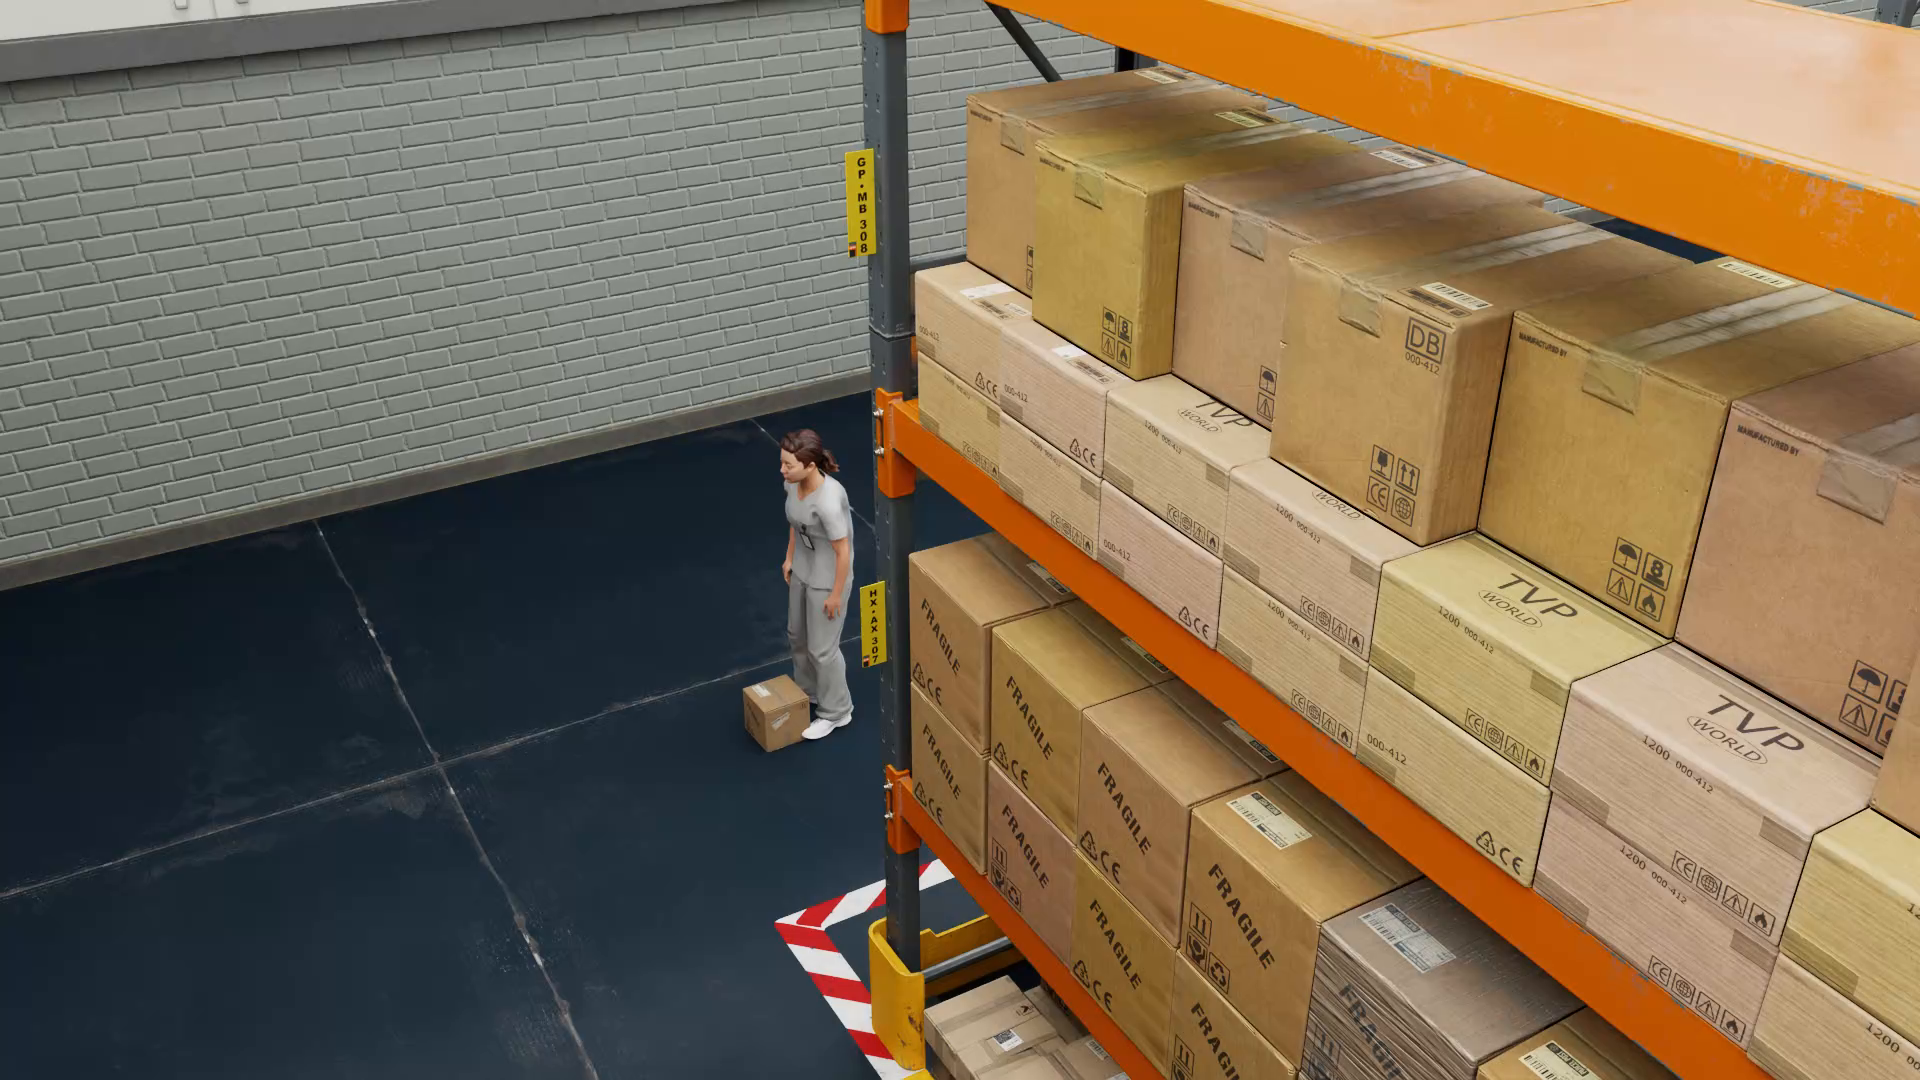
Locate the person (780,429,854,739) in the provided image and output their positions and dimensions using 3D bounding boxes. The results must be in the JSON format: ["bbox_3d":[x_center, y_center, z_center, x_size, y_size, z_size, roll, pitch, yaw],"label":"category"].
[{"bbox_3d":[-0.720,0.194,8.214,0.363,1.667,0.513,-18,34,-29],"label":"person"}]
